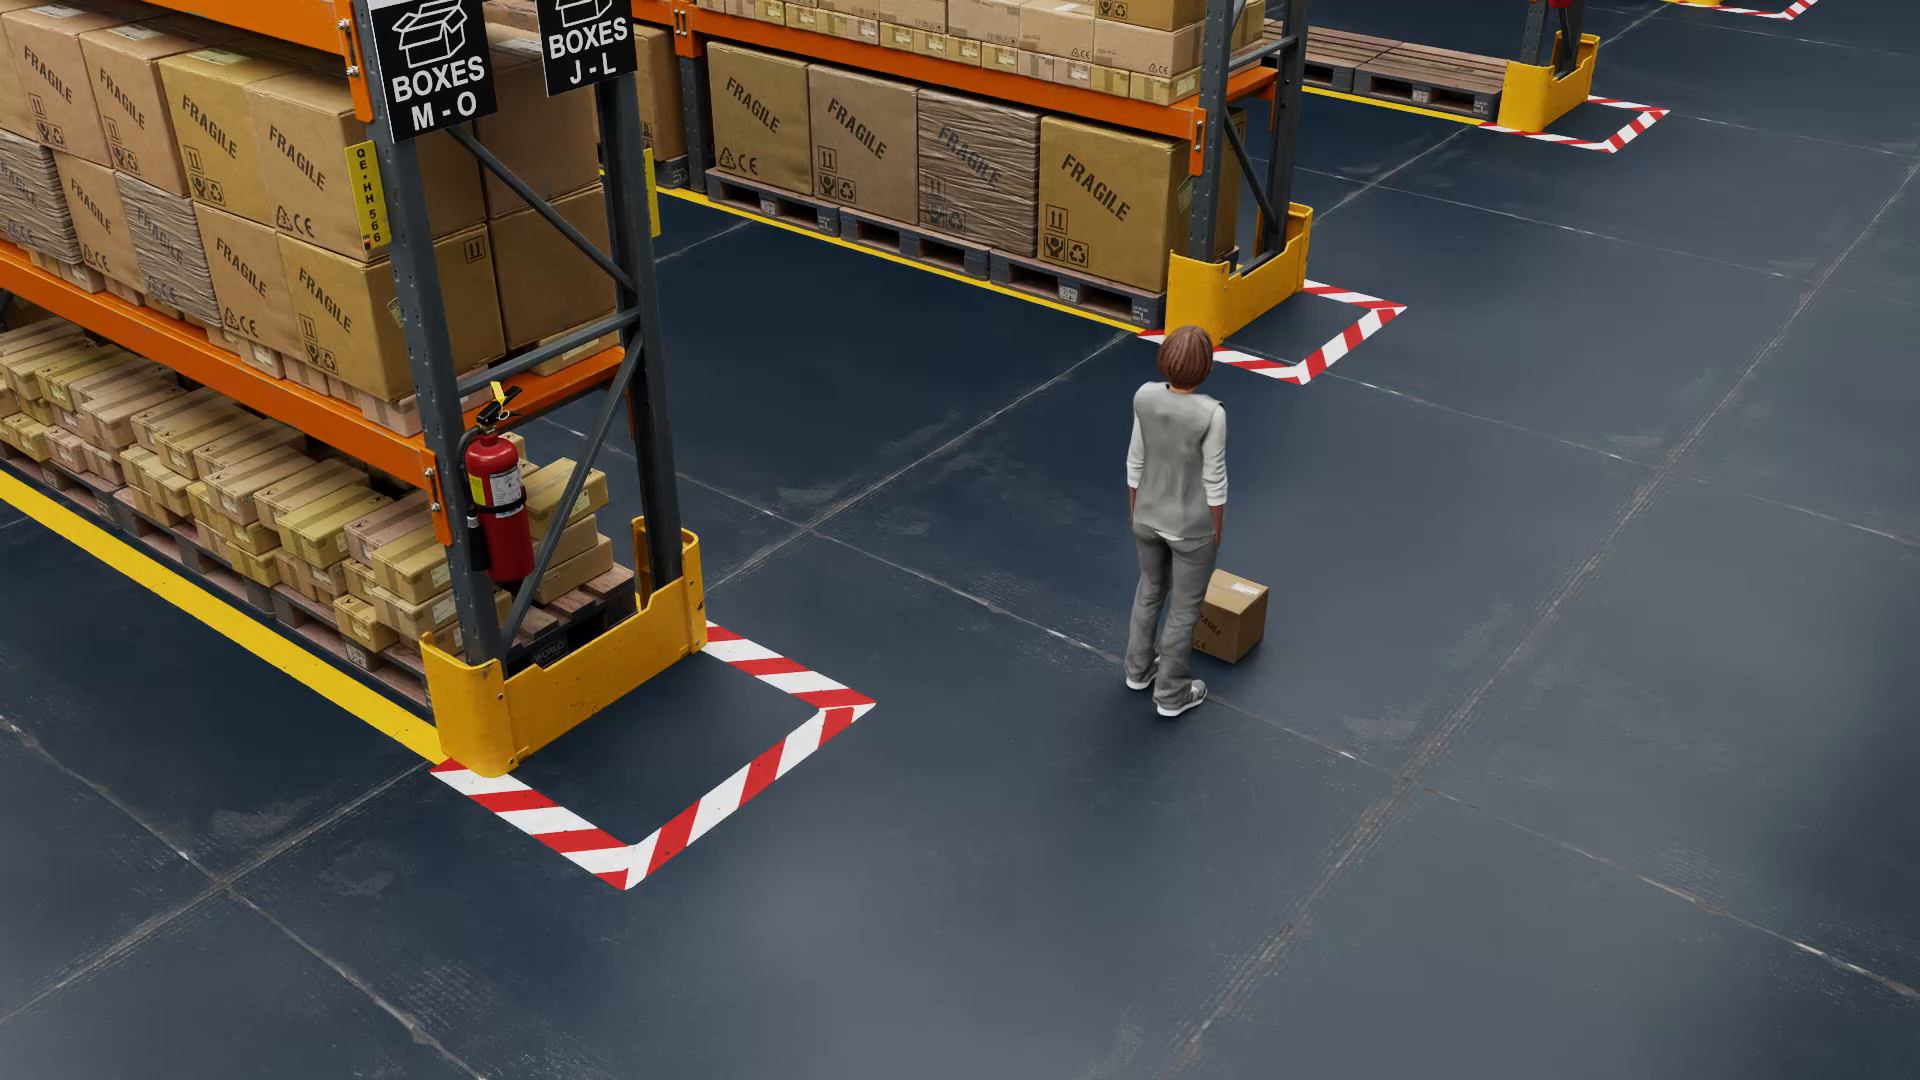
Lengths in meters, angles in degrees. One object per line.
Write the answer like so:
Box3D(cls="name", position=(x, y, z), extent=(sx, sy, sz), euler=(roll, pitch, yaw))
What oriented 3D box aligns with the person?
Box3D(cls="person", position=(0.816, -0.074, 6.266), extent=(0.413, 1.601, 0.370), euler=(22, 38, 32))
